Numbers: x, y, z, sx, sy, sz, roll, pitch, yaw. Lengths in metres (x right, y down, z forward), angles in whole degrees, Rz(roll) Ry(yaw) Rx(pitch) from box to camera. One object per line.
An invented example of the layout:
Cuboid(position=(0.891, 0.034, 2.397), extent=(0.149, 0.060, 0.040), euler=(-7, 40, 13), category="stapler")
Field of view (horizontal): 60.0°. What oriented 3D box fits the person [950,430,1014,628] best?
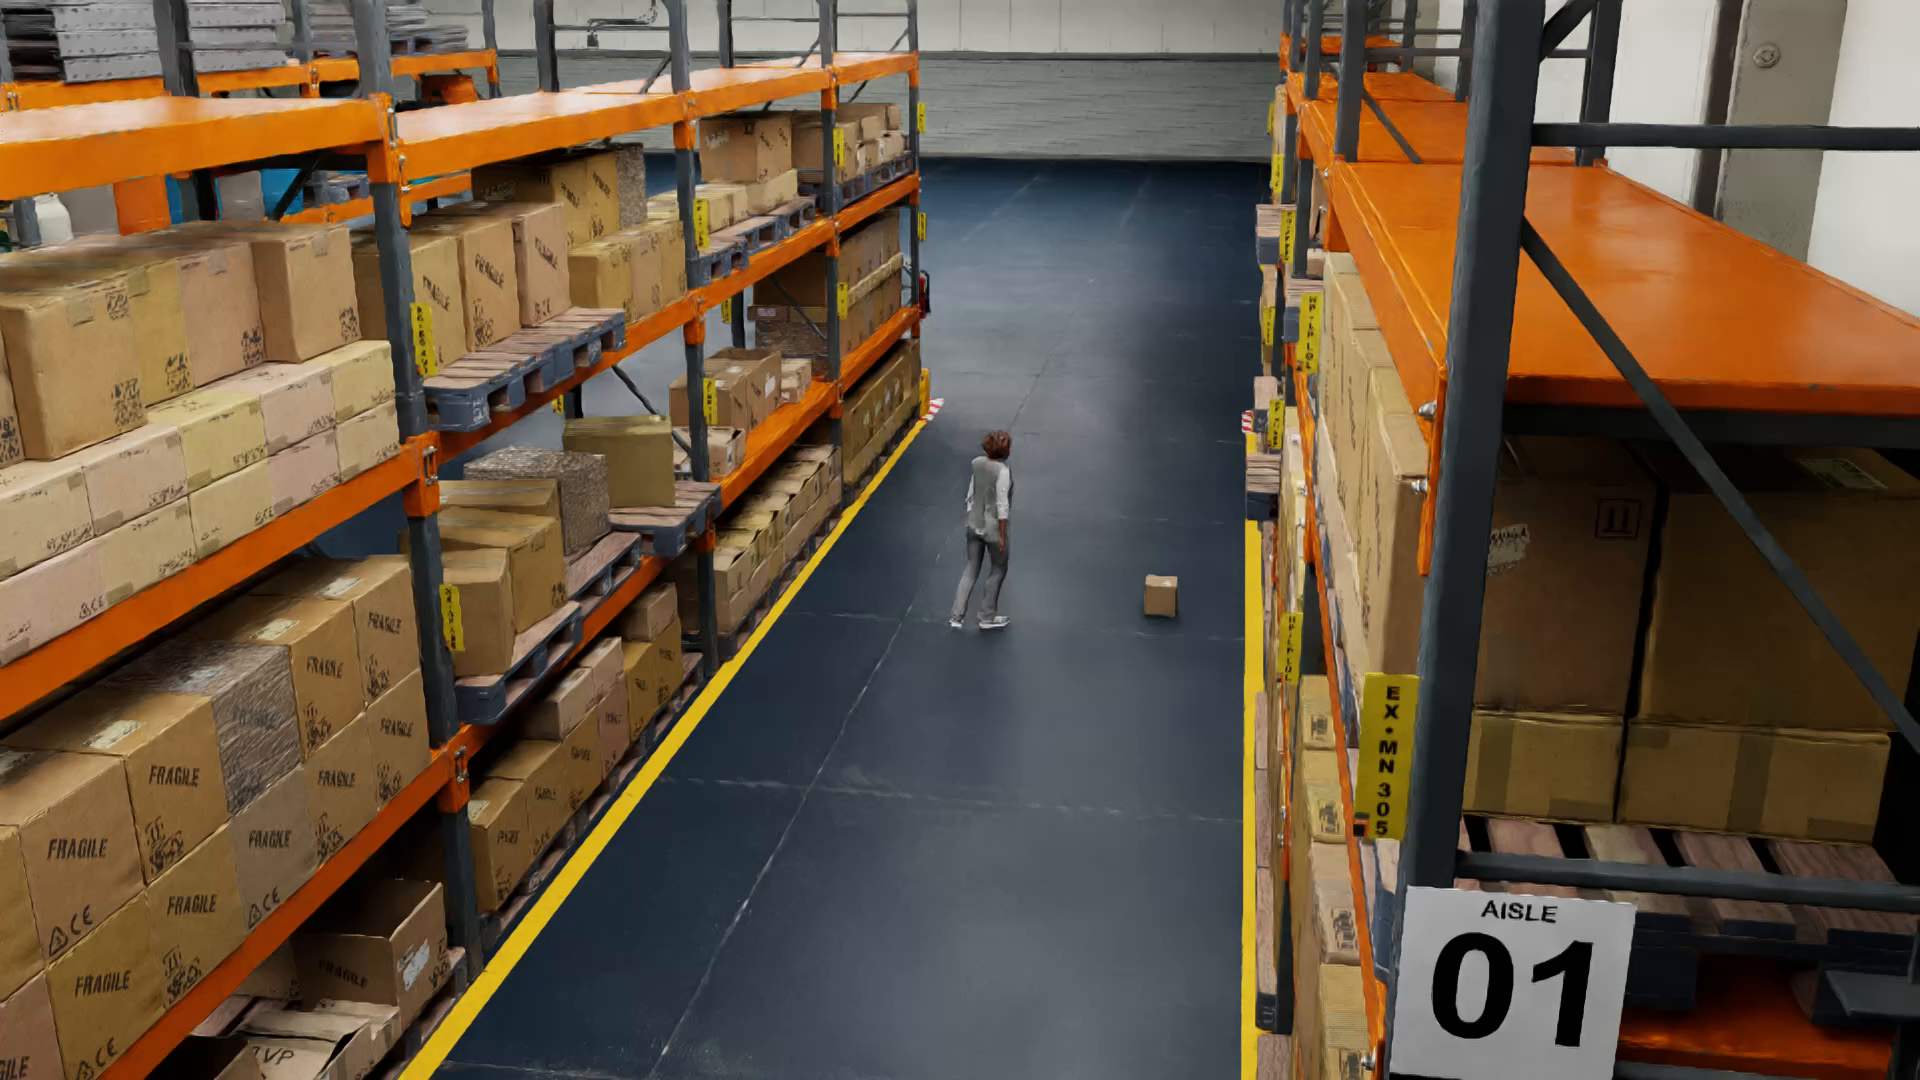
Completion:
Cuboid(position=(0.163, -0.060, 12.761), extent=(0.507, 1.587, 0.459), euler=(-17, 25, -42), category="person")
